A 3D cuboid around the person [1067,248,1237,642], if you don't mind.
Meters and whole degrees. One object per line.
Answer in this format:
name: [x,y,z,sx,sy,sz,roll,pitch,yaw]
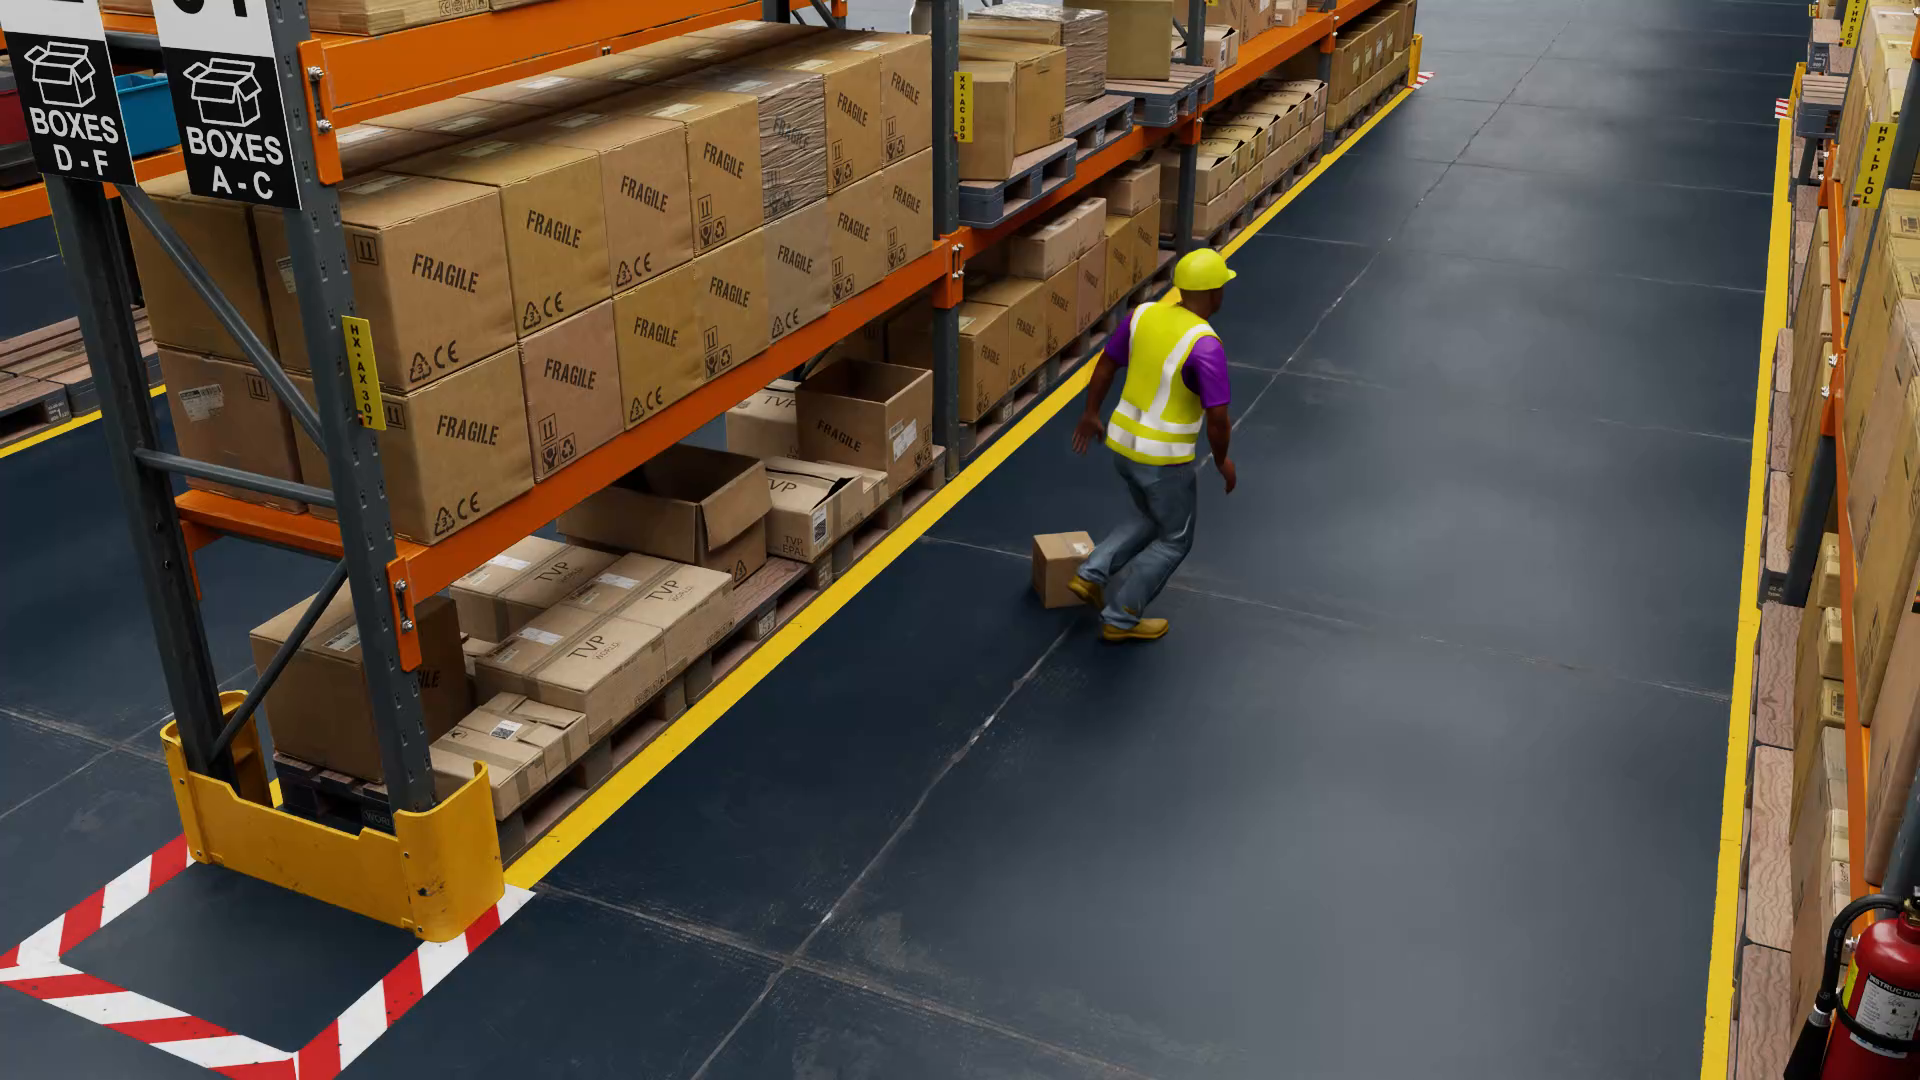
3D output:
person: [0.805,-0.389,6.993,0.698,1.665,0.735,-11,28,-22]
